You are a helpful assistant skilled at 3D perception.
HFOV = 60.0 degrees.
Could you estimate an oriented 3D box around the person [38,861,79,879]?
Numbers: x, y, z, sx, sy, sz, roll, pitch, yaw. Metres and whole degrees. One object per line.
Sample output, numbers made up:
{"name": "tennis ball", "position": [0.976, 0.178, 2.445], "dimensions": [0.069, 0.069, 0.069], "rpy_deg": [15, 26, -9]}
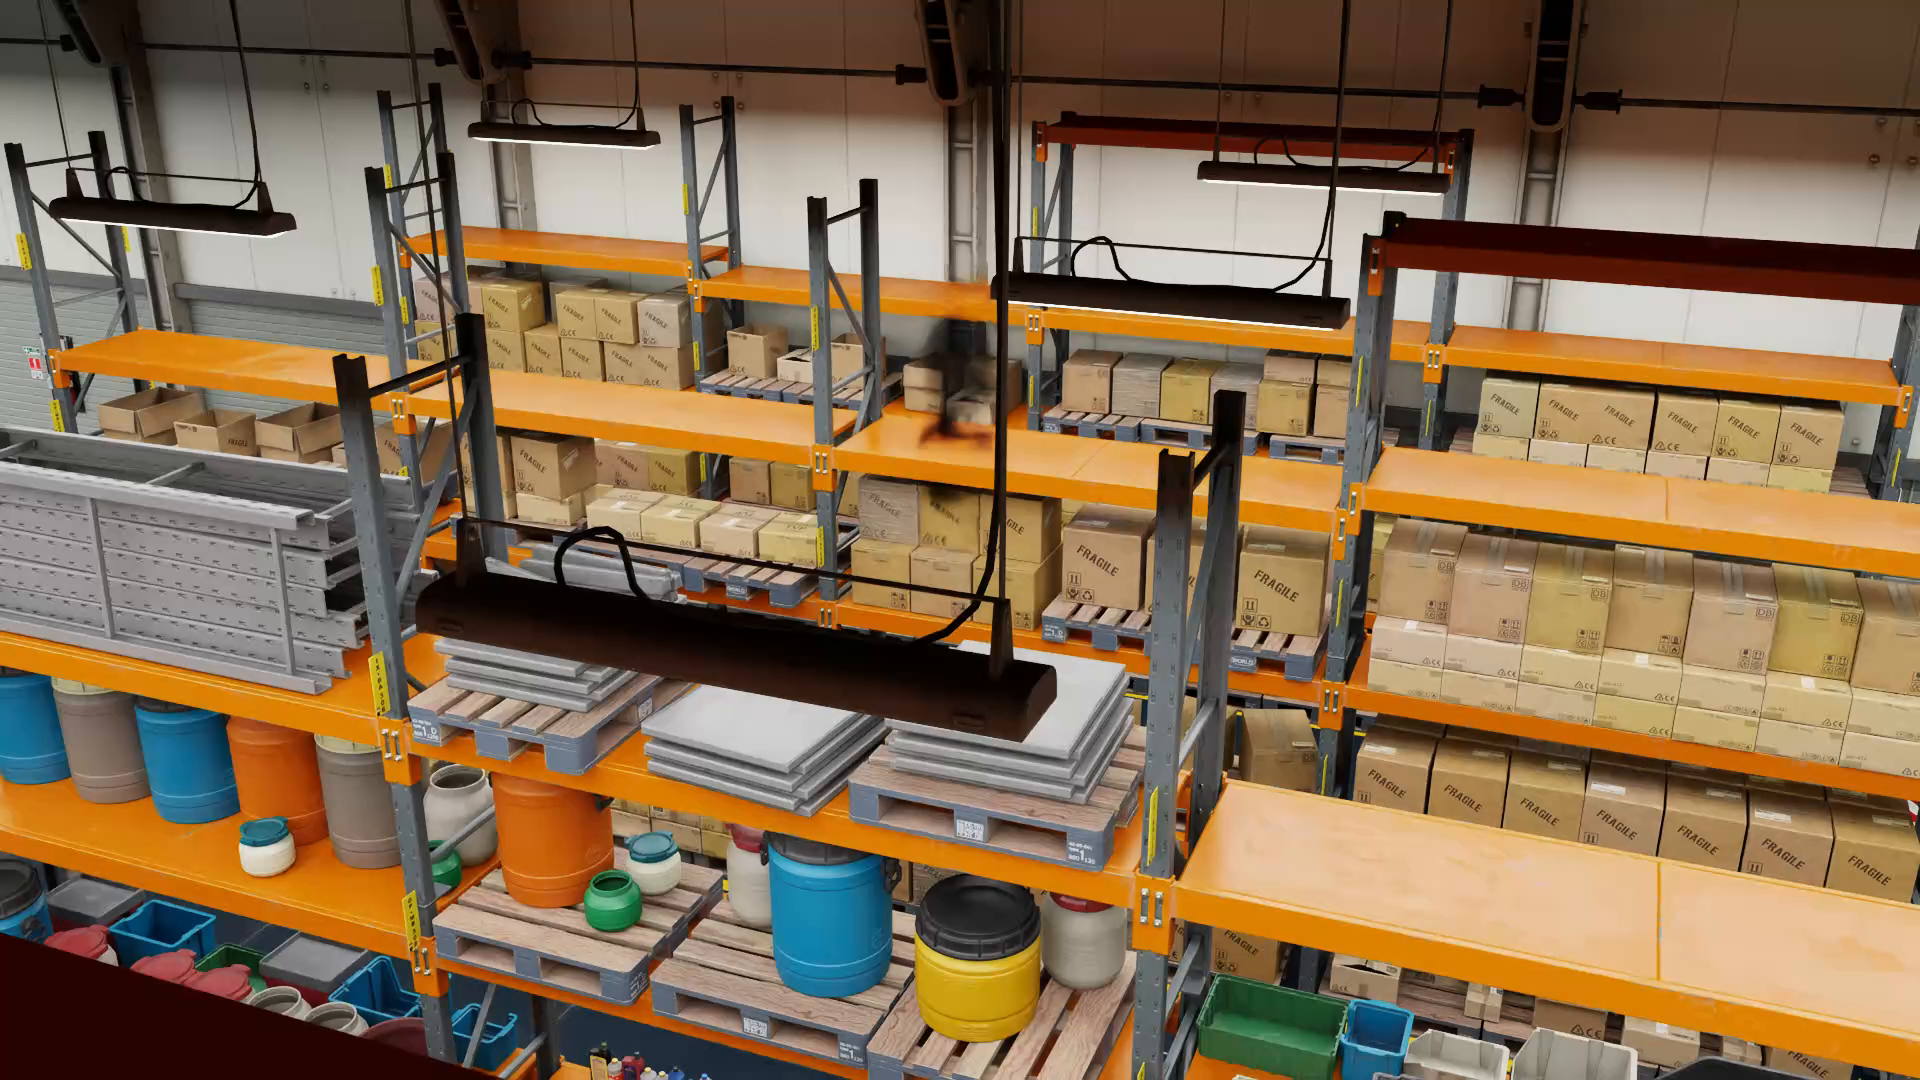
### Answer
{"name": "person", "position": [-7.342, 2.441, 13.529], "dimensions": [0.936, 1.739, 0.668], "rpy_deg": [7, 22, 18]}
